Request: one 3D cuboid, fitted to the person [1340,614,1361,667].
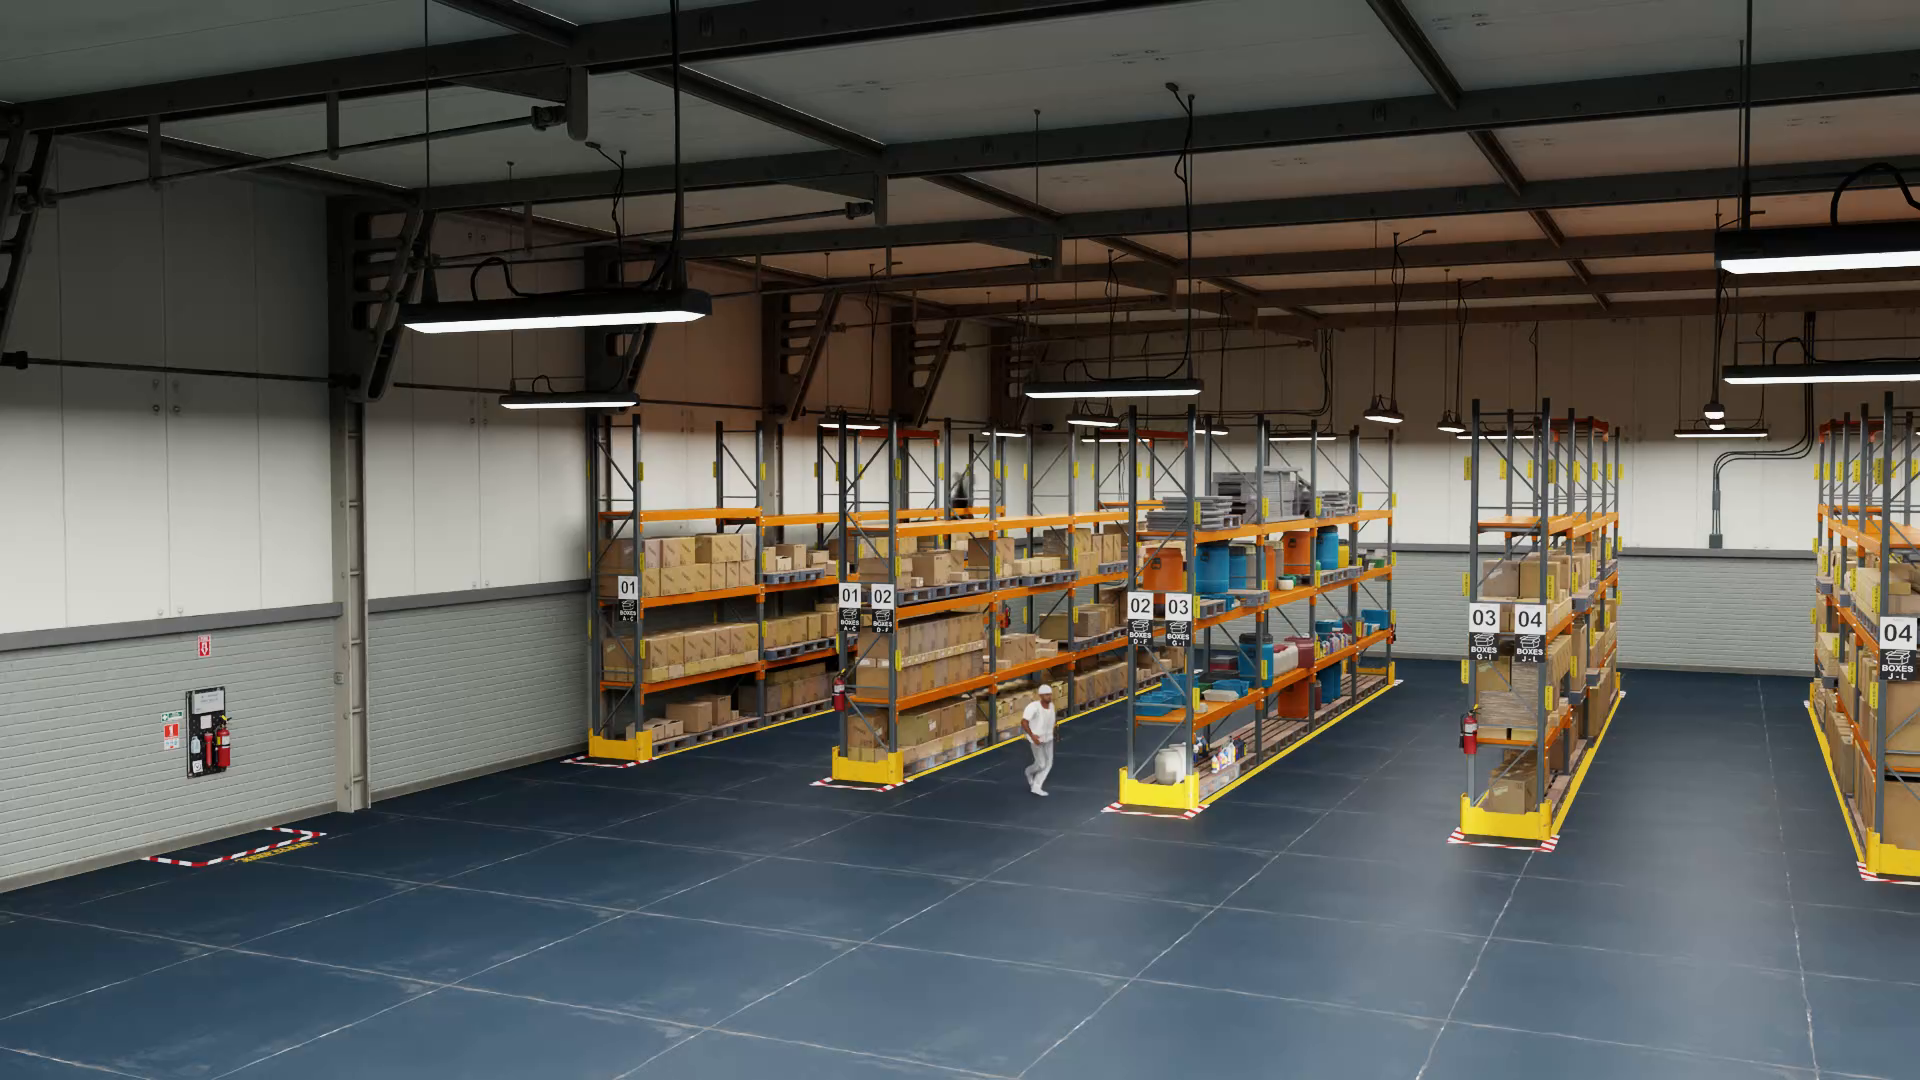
[{"bbox_3d":[9.463,2.533,40.655,0.760,1.603,0.625,1,3,30],"label":"person"}]

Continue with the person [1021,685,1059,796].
[{"bbox_3d":[1.212,3.091,25.840,0.694,1.710,0.627,-2,3,-34],"label":"person"}]

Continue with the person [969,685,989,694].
[{"bbox_3d":[0.444,2.761,35.210,0.673,1.540,1.095,2,3,38],"label":"person"}]
